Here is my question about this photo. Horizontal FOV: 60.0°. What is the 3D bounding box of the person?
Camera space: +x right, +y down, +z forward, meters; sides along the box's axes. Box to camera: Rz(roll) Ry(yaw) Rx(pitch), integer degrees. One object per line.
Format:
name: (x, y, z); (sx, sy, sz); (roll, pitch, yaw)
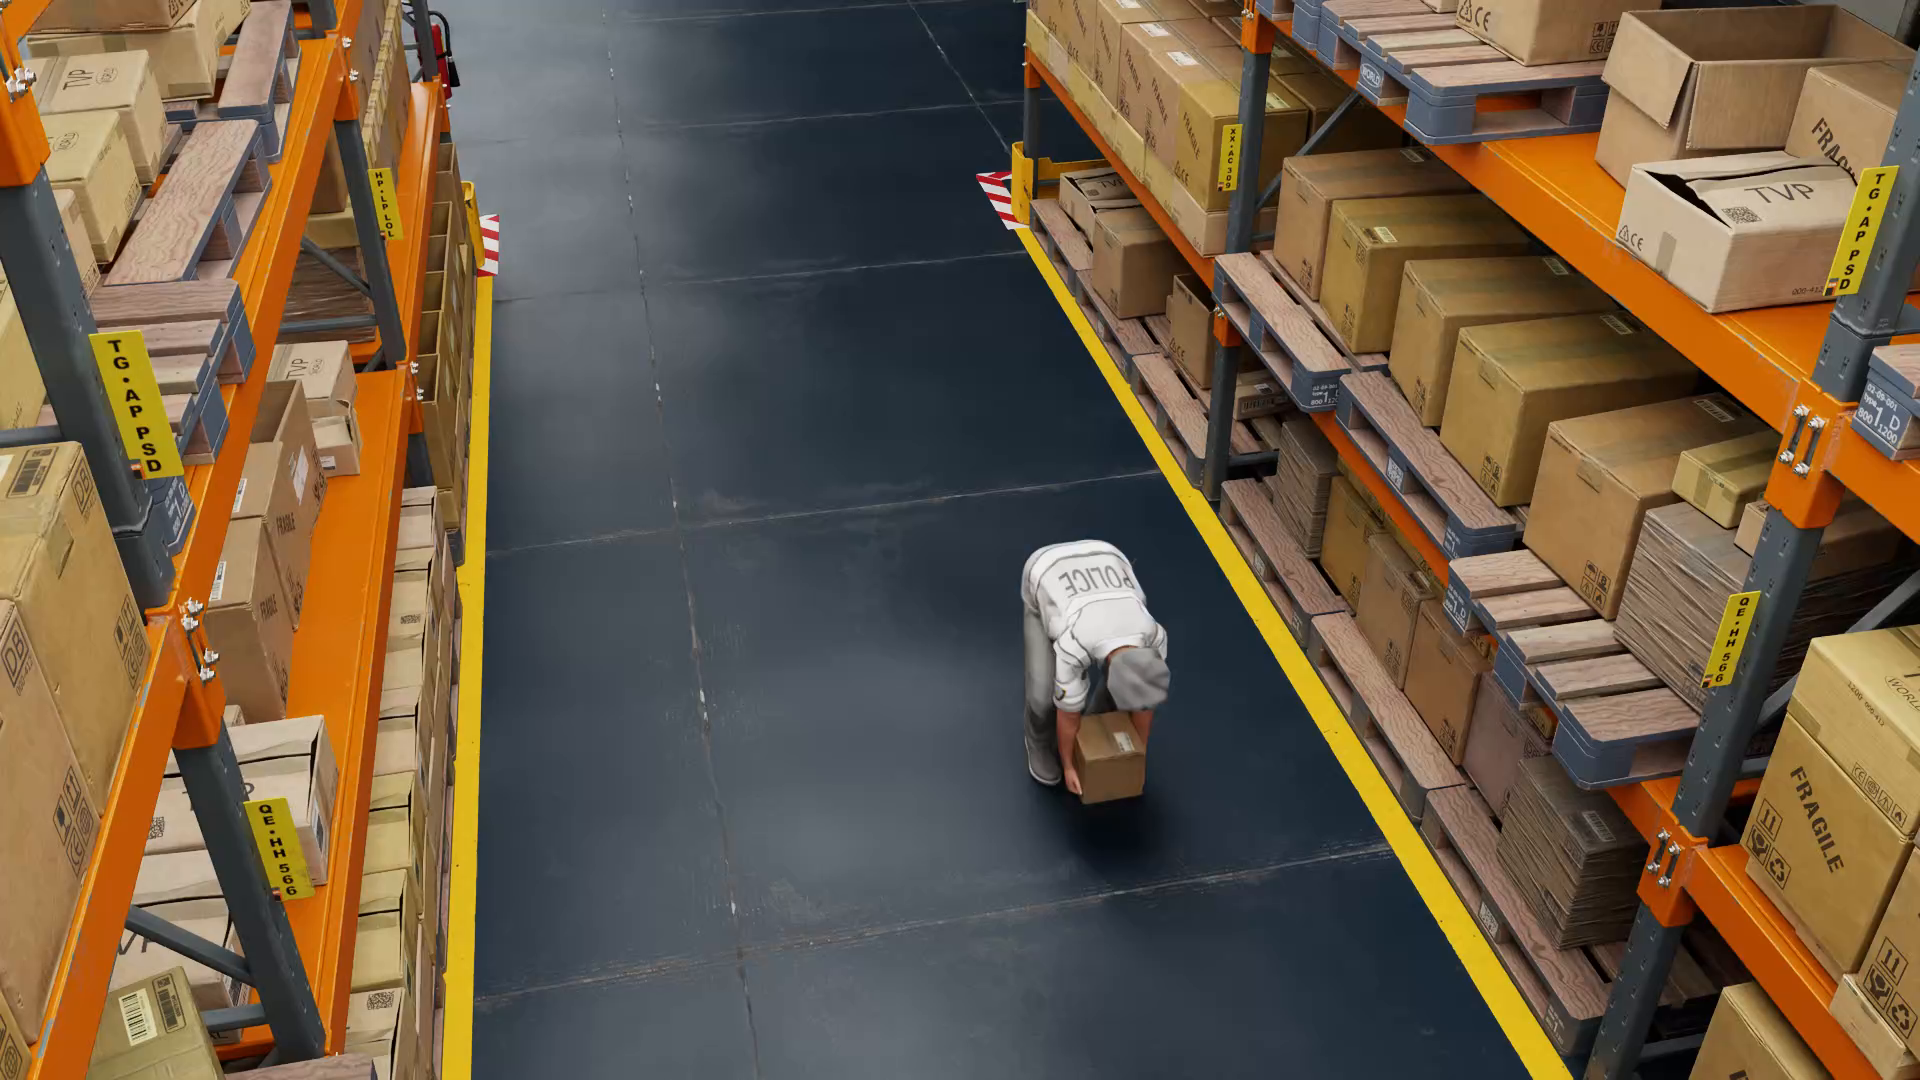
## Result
person: (0.558, 0.628, 6.793); (0.506, 1.102, 1.046); (-8, 35, -12)
